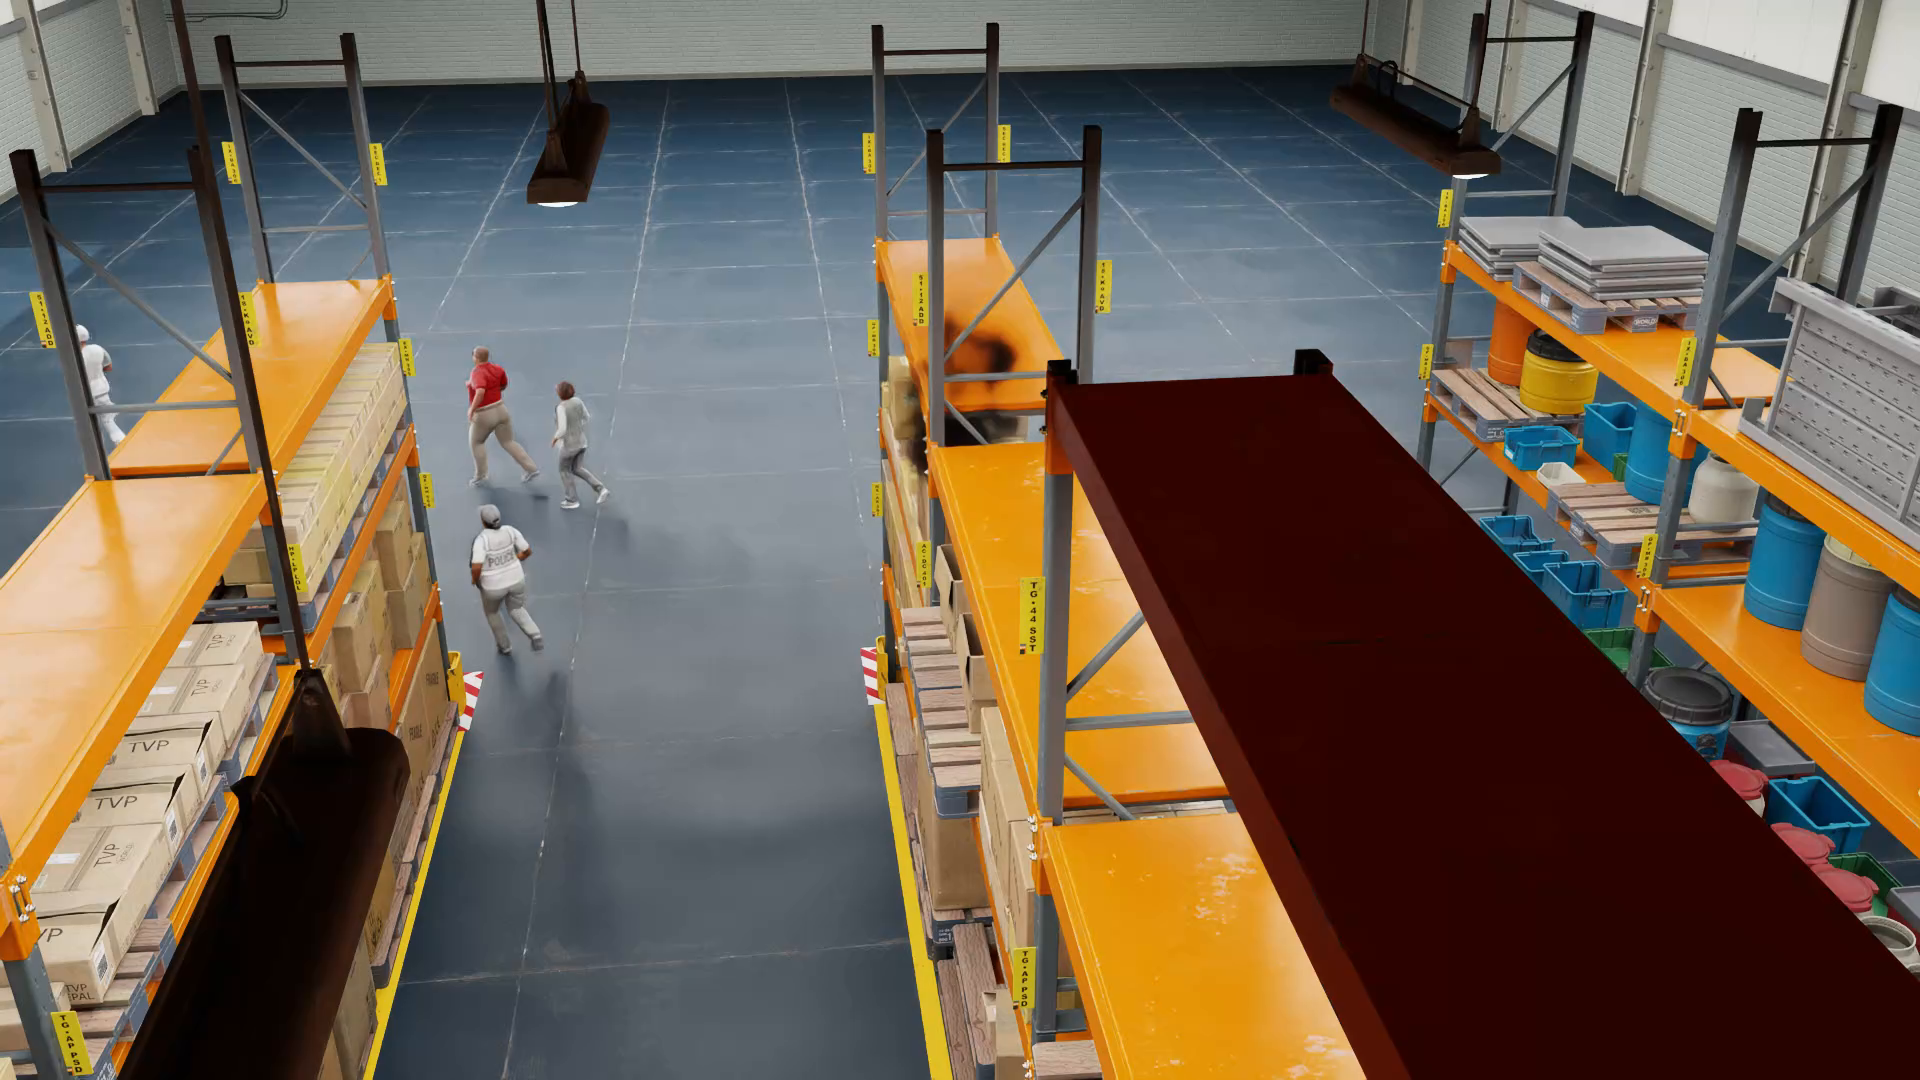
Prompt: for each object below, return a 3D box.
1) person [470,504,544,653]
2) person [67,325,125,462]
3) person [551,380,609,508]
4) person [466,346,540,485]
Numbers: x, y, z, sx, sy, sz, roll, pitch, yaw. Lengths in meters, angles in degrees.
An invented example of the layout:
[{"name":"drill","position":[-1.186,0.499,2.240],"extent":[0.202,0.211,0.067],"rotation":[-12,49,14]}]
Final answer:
[{"name":"person","position":[-4.345,0.424,15.758],"extent":[0.630,1.647,0.814],"rotation":[-20,32,-35]},{"name":"person","position":[-10.420,-1.725,19.965],"extent":[0.882,1.794,0.648],"rotation":[16,30,30]},{"name":"person","position":[-4.365,-1.047,18.891],"extent":[0.681,1.593,0.566],"rotation":[14,29,26]},{"name":"person","position":[-5.450,-1.397,19.452],"extent":[0.948,1.776,0.671],"rotation":[15,30,29]}]
